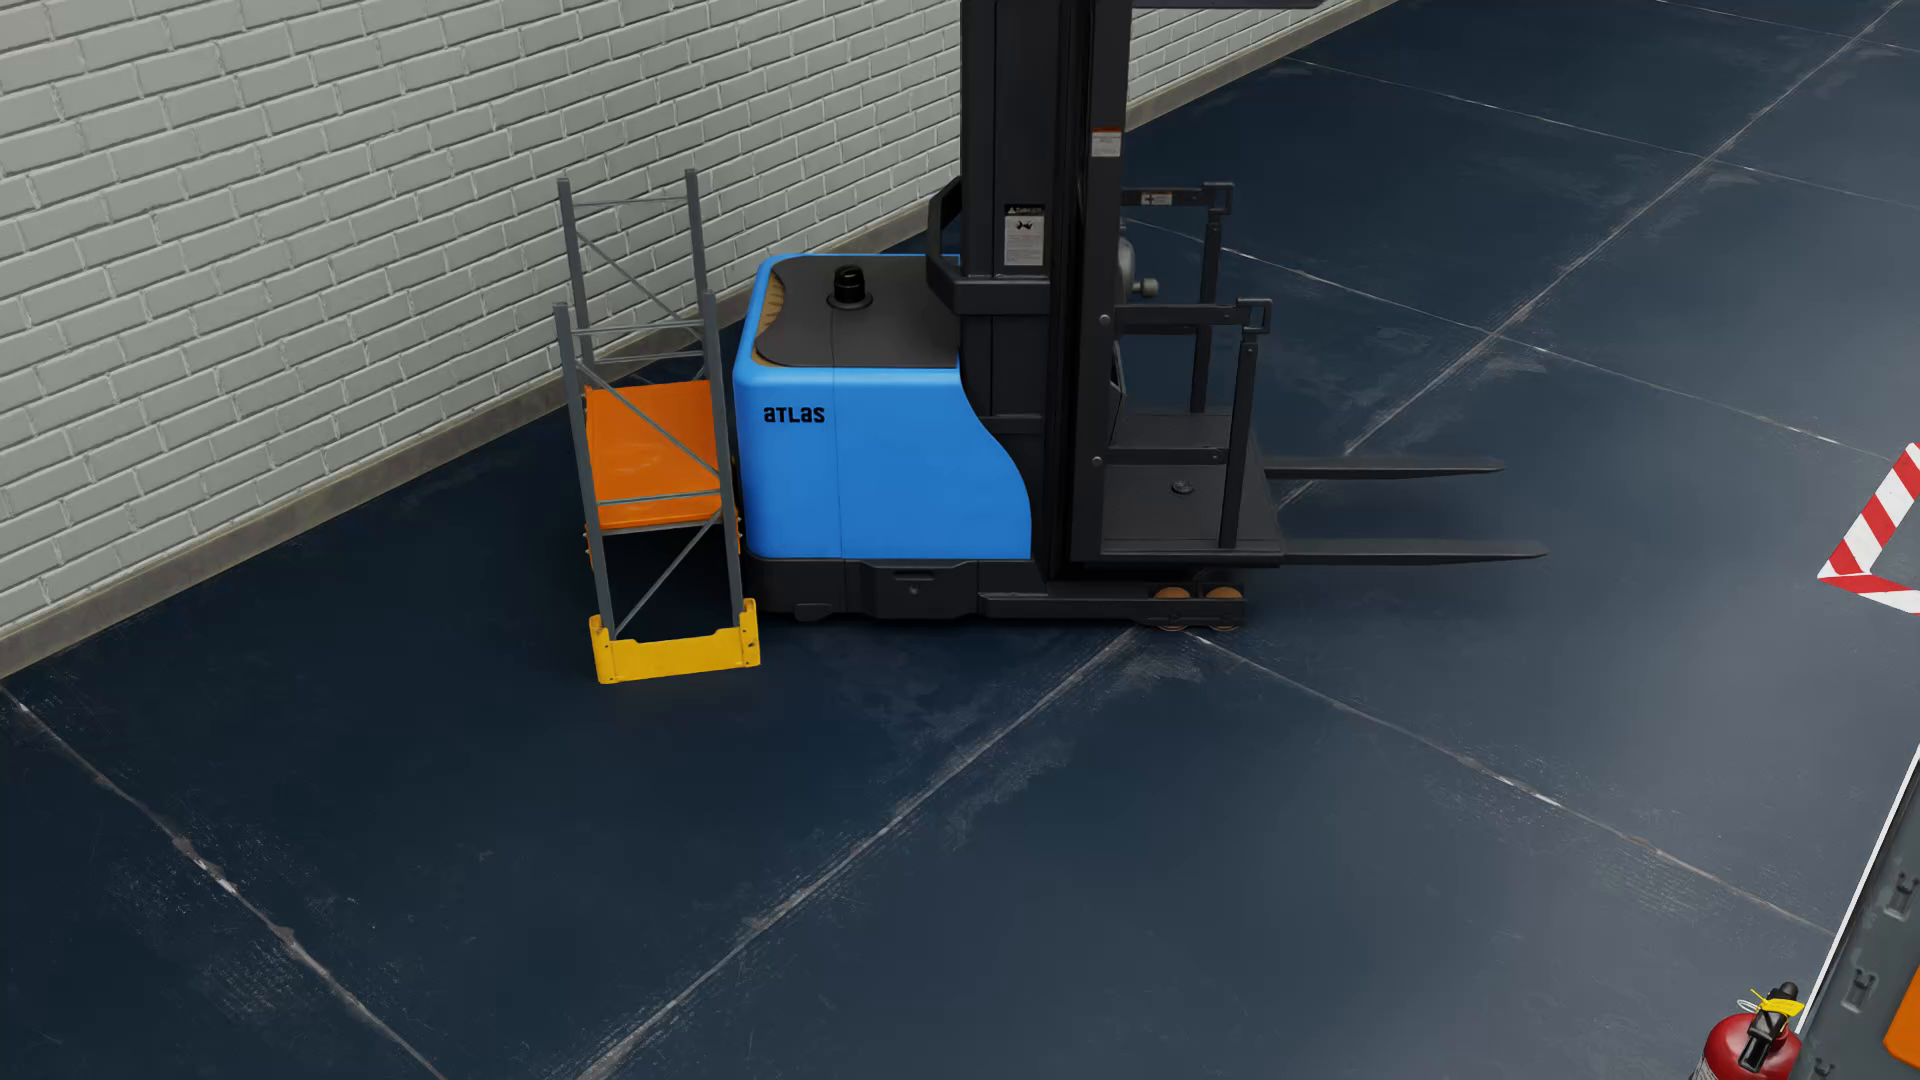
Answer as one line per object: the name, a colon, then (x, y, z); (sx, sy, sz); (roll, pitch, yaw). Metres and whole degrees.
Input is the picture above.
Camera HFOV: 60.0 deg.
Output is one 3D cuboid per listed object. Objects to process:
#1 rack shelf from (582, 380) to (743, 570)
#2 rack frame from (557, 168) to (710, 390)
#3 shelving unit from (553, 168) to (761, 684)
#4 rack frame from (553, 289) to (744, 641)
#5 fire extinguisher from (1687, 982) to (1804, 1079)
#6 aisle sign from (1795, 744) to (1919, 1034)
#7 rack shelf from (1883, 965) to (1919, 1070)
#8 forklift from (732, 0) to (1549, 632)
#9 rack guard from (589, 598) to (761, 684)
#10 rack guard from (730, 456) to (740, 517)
rack shelf: (-1.113, -0.274, 6.143); (0.538, 0.185, 1.000); (-6, 35, -9)
rack frame: (-1.207, -0.706, 6.453); (0.500, 1.500, 0.032); (-6, 35, -9)
shelving unit: (-1.115, -0.428, 6.048); (0.587, 1.500, 1.083); (-6, 35, -9)
rack frame: (-1.019, -0.140, 5.629); (0.500, 1.500, 0.032); (-6, 35, -9)
fire extinguisher: (1.425, 1.009, 3.029); (0.183, 0.674, 0.296); (25, 42, 32)
aisle sign: (1.004, 0.107, 1.648); (0.004, 0.787, 0.394); (25, 42, 32)
rack shelf: (2.787, 0.860, 0.833); (4.000, 0.370, 1.077); (25, 42, 32)
forklift: (0.715, -1.168, 5.861); (3.031, 2.935, 1.130); (0, 34, 0)
rack guard: (-1.022, 0.364, 5.999); (0.587, 0.250, 0.087); (-6, 35, -9)
rack guard: (-1.207, -0.190, 6.805); (0.587, 0.250, 0.087); (-6, 35, -9)
